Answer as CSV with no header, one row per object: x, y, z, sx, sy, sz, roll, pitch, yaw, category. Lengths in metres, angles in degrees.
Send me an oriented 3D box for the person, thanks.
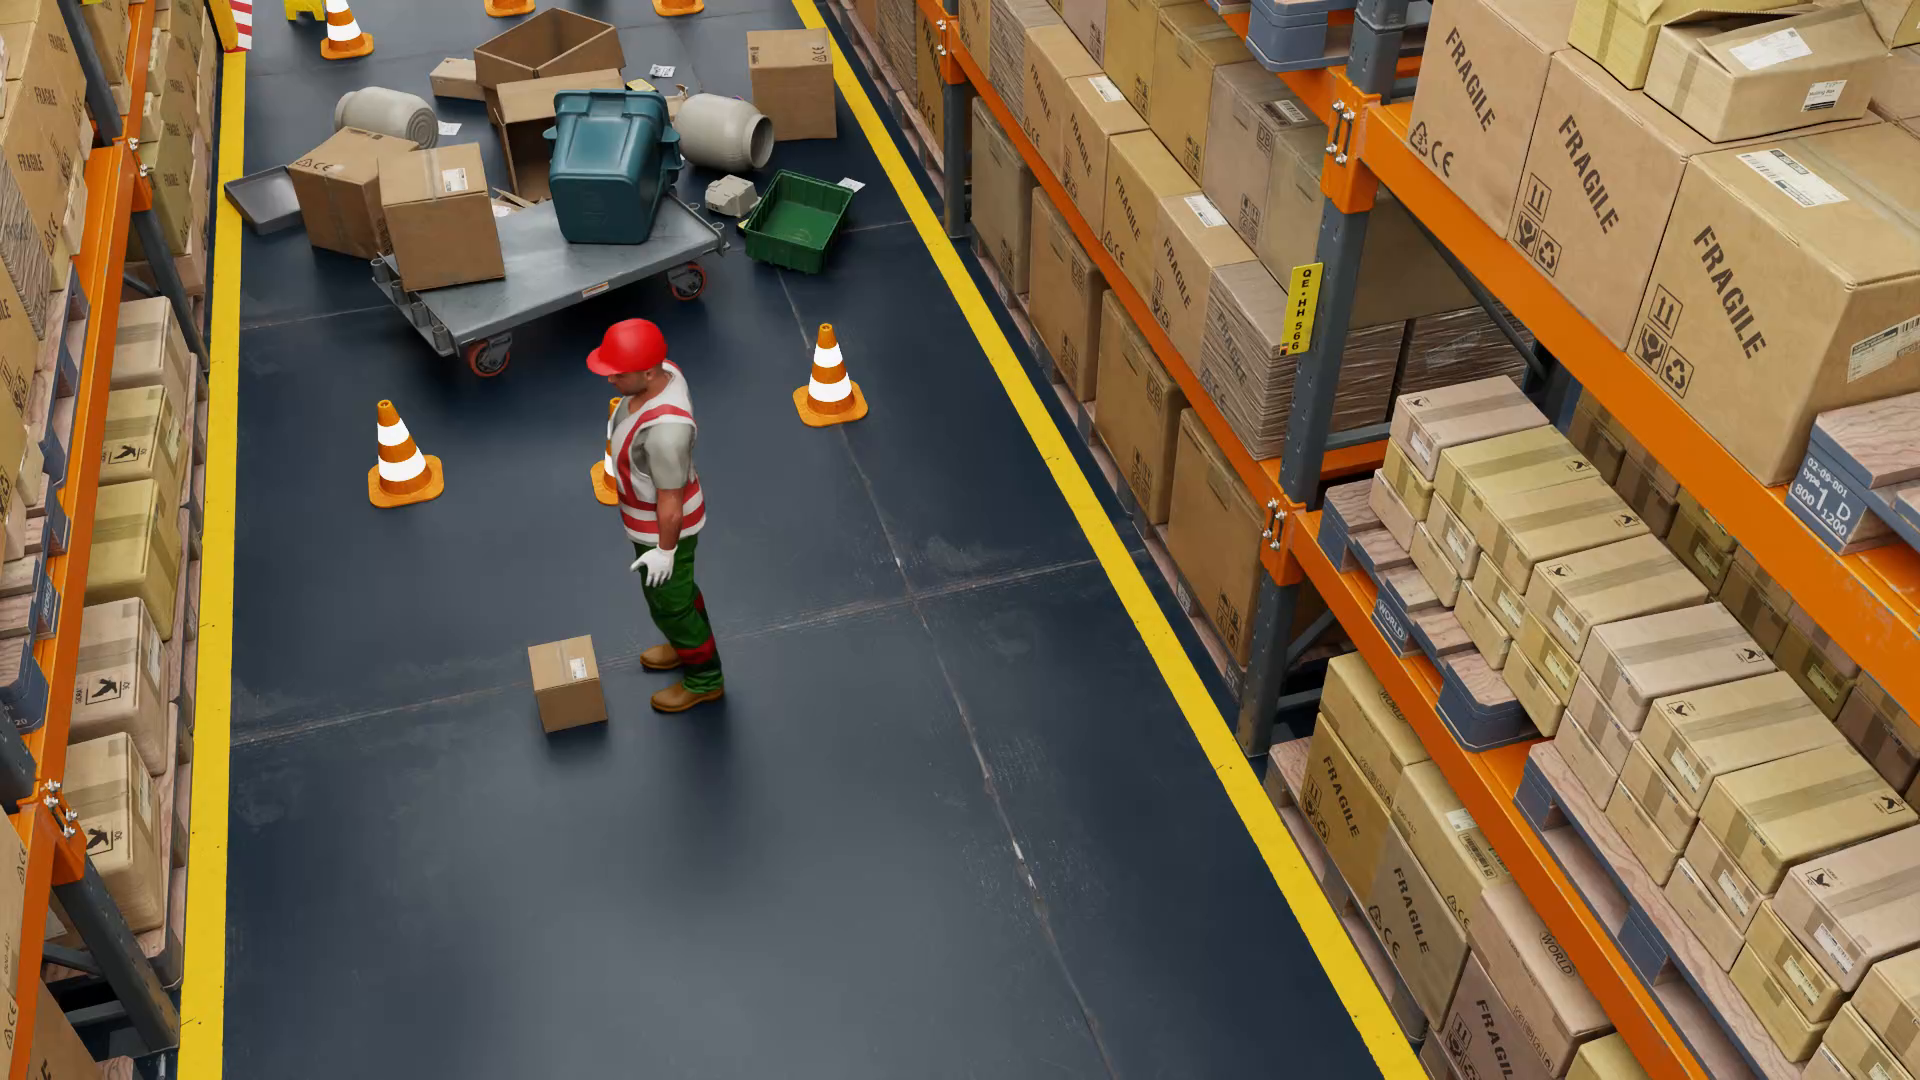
-1.117,-0.081,6.238,0.348,1.779,0.527,-11,43,-12,person
